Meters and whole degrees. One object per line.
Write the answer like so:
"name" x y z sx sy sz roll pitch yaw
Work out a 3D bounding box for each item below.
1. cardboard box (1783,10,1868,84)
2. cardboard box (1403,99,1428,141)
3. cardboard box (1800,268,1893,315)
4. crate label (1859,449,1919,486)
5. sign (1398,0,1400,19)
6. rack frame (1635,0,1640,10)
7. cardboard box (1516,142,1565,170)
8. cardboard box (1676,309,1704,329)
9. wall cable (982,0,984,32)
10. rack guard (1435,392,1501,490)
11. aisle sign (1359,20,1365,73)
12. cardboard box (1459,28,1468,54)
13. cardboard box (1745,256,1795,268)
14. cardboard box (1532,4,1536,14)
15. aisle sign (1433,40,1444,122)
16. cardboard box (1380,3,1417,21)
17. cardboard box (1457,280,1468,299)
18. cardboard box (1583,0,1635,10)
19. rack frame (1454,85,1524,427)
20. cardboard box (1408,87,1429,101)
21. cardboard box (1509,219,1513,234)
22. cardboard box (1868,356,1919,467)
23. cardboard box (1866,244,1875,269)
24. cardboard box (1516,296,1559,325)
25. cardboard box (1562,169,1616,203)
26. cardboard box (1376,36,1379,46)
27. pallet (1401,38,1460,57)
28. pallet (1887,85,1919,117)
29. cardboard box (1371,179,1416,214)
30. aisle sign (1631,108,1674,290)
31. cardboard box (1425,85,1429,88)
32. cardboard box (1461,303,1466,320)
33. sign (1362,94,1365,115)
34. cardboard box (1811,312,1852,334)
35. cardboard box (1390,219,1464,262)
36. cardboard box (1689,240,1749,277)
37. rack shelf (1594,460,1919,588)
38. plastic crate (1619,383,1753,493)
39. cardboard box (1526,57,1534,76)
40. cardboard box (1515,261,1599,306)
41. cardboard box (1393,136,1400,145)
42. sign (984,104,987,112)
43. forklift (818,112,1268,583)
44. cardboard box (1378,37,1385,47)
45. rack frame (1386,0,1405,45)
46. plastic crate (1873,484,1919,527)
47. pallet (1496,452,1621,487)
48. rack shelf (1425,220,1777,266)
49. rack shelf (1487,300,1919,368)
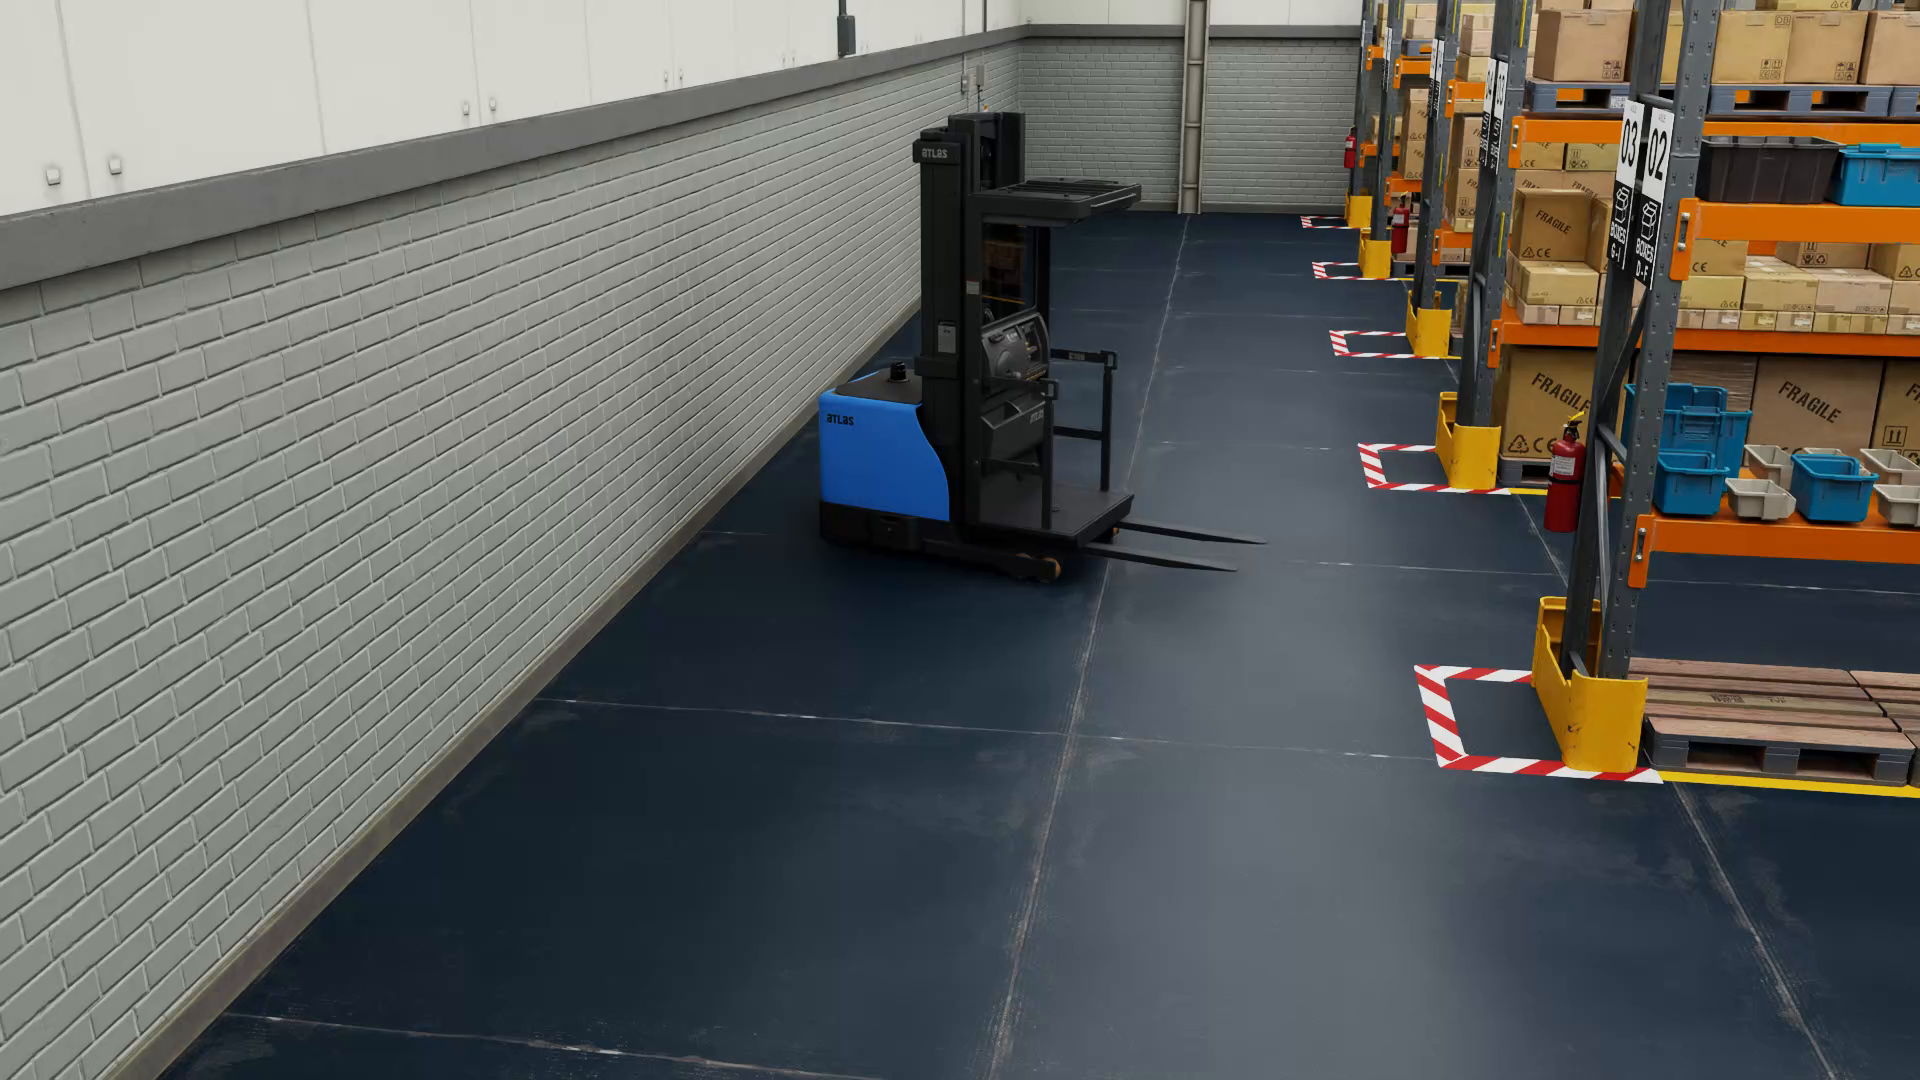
"cardboard box" 6.263 -3.632 12.228 0.500 0.500 0.700 4 19 11
"cardboard box" 6.120 -5.510 21.811 0.500 0.500 0.500 3 19 7
"cardboard box" 6.576 -1.857 12.393 0.500 0.250 0.500 3 19 10
"crate label" 4.731 -0.339 8.411 0.243 0.136 0.396 3 19 9
"sign" 5.598 -6.803 21.179 0.005 0.325 0.100 3 19 9
"rack frame" 10.425 -9.301 25.419 0.127 3.000 1.000 3 19 9
"cardboard box" 5.907 -4.080 17.067 0.500 0.500 0.500 3 19 10
"cardboard box" 5.433 -1.706 12.570 0.250 0.149 0.380 3 19 8
"wall cable" 0.153 -8.381 22.668 0.029 3.000 2.355 3 19 9
"rack guard" 4.096 -0.813 13.446 0.348 0.500 1.175 3 19 9
"aisle sign" 6.361 -7.802 26.295 0.004 0.787 0.394 3 19 9
"cardboard box" 5.502 -5.191 17.312 0.500 0.250 0.500 2 19 7
"cardboard box" 6.159 -2.050 12.970 0.500 0.250 0.500 3 19 9
"cardboard box" 8.887 -8.187 25.795 0.500 0.250 0.500 3 19 10
"aisle sign" 4.887 -4.689 16.992 0.004 0.787 0.394 3 19 9
"cardboard box" 6.874 -8.286 26.092 0.500 0.250 0.500 3 19 8
"cardboard box" 5.569 -2.728 18.123 0.250 0.149 0.380 3 19 9
"cardboard box" 8.304 -6.677 21.321 0.637 0.503 0.797 4 19 13
"rack frame" 4.120 -1.997 13.046 0.127 3.000 1.000 3 19 9
"cardboard box" 5.998 -5.827 21.734 0.250 0.149 0.380 3 19 10
"cardboard box" 5.789 -3.278 17.269 0.250 0.149 0.380 2 19 7
"cardboard box" 7.430 -1.046 12.889 0.875 0.875 0.875 3 19 9
"cardboard box" 7.152 -2.353 12.694 0.500 0.500 0.500 3 19 9
"cardboard box" 4.418 -1.757 12.723 0.250 0.149 0.380 3 19 9
"cardboard box" 6.420 -3.578 17.143 0.500 0.500 0.500 3 19 9
"cardboard box" 6.828 -8.017 26.705 0.250 0.149 0.380 3 19 10
"pallet" 6.426 -6.449 21.761 1.213 0.211 1.003 3 19 9
"pallet" 7.263 -3.221 12.115 1.213 0.211 1.003 3 19 9
"cardboard box" 7.064 -5.612 27.121 0.637 0.503 0.797 2 19 6
"aisle sign" 3.216 -1.589 7.728 0.004 0.787 0.394 3 19 9
"cardboard box" 6.332 -5.971 22.165 0.250 0.149 0.380 3 19 10
"cardboard box" 5.483 -2.428 17.694 0.250 0.149 0.380 4 19 11
"sign" 6.389 -6.898 26.327 0.005 0.325 0.100 3 19 9
"cardboard box" 6.447 -1.654 12.416 0.250 0.149 0.380 3 19 8
"cardboard box" 6.359 -4.084 22.659 0.875 0.438 0.875 2 19 7
"cardboard box" 5.557 -2.265 12.431 0.500 0.500 0.500 2 19 7
"rack shelf" 5.309 -0.004 8.221 4.000 0.370 1.077 3 19 9
"plastic crate" 3.694 -0.533 8.517 0.499 0.435 0.616 3 19 9
"cardboard box" 5.928 -4.767 16.832 0.500 0.250 0.500 4 19 10
"cardboard box" 4.551 -1.959 12.697 0.500 0.250 0.500 2 19 7
"cardboard box" 7.015 -6.437 26.711 0.250 0.149 0.380 3 19 10
"sign" 0.385 -6.414 24.944 0.001 0.242 0.339 3 19 9
"forklift" 0.557 -1.298 11.065 3.031 2.935 1.130 9 21 26
"cardboard box" 6.753 -7.872 26.271 0.250 0.149 0.380 3 19 10
"rack frame" 5.692 -7.947 21.373 0.127 3.000 1.000 3 19 9
"plastic crate" 4.499 -0.157 7.867 0.298 0.136 0.250 3 19 9
"pallet" 4.922 -0.659 13.441 1.213 0.211 1.003 3 19 9
"rack shelf" 6.981 -3.104 17.488 4.000 0.370 1.077 3 19 9
"rack shelf" 6.095 -1.556 12.859 4.000 0.370 1.077 3 19 9
